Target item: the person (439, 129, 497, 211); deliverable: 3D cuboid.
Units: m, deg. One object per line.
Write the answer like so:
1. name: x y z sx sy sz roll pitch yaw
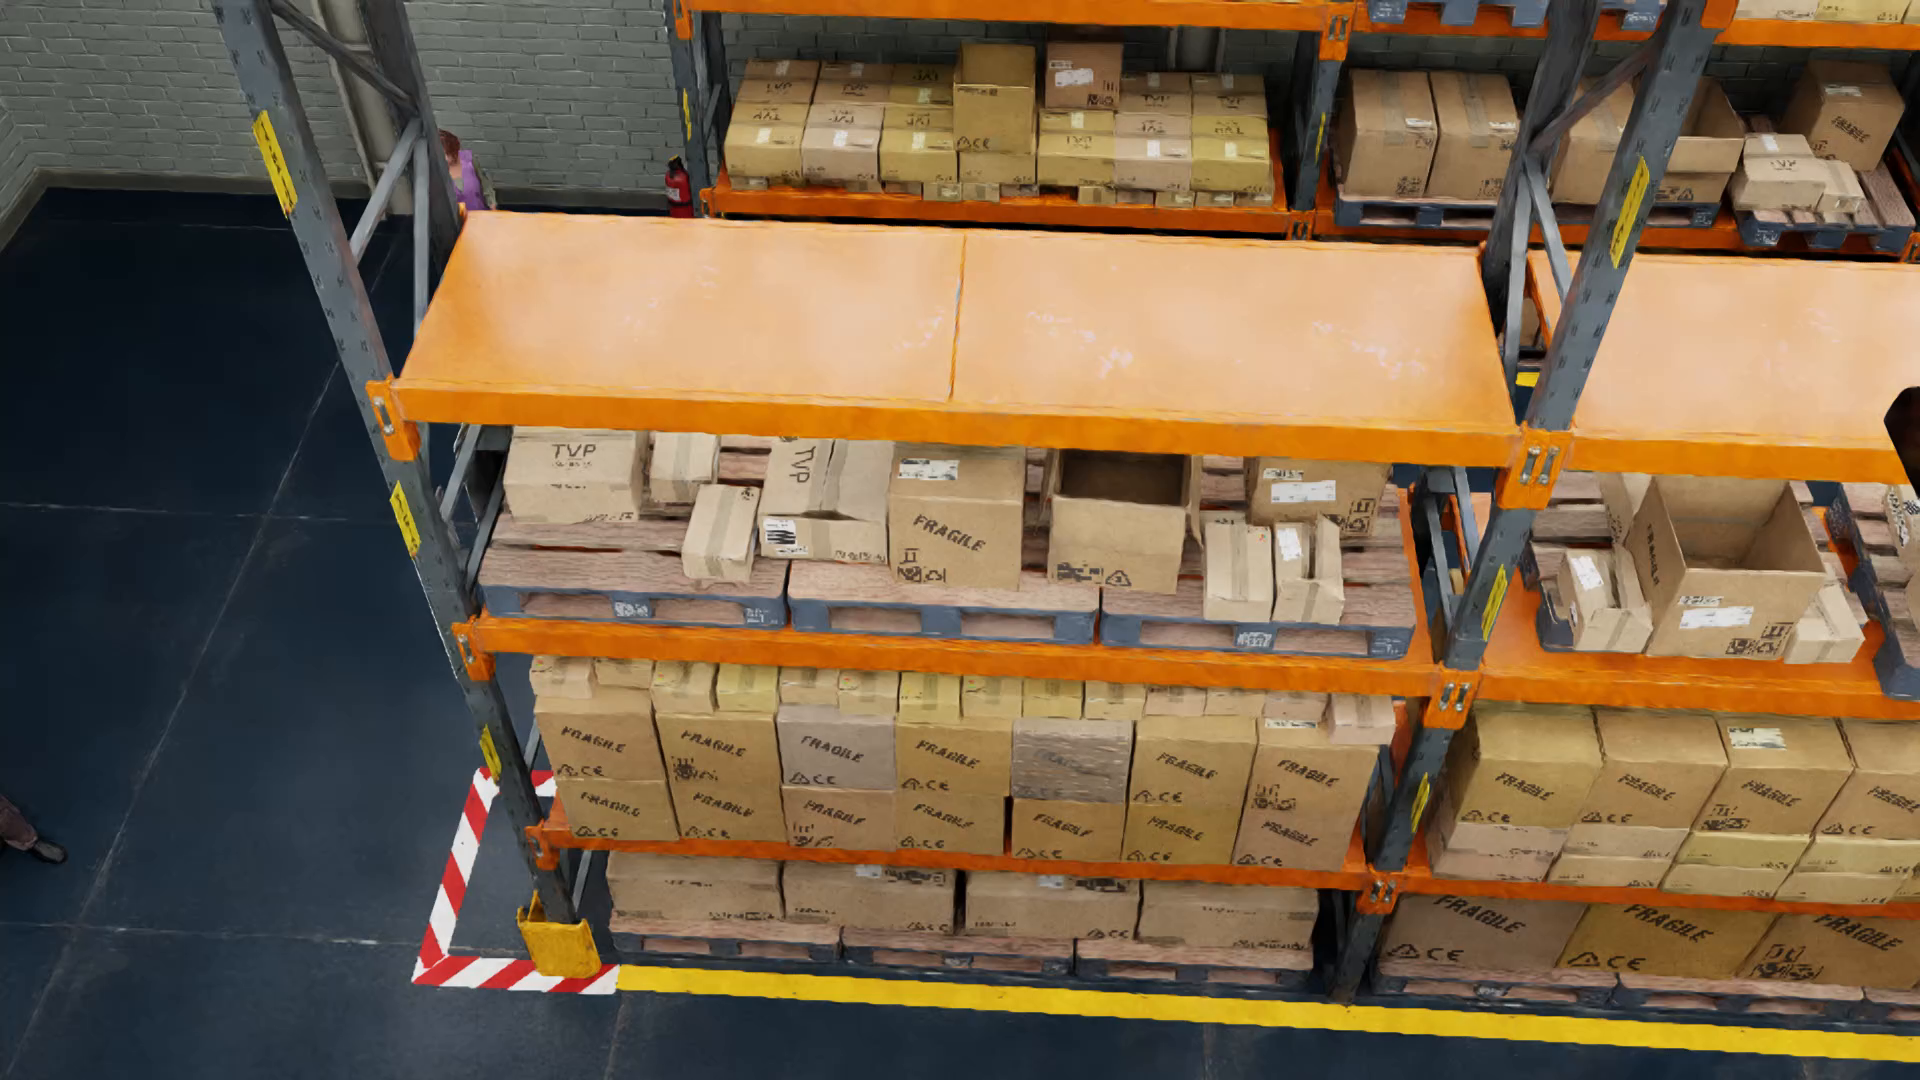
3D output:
1. person: -3.436 -2.330 11.795 0.593 1.565 0.644 -27 53 -22

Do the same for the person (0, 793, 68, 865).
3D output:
1. person: -5.313 1.149 8.559 0.626 1.743 0.539 -26 53 -22
